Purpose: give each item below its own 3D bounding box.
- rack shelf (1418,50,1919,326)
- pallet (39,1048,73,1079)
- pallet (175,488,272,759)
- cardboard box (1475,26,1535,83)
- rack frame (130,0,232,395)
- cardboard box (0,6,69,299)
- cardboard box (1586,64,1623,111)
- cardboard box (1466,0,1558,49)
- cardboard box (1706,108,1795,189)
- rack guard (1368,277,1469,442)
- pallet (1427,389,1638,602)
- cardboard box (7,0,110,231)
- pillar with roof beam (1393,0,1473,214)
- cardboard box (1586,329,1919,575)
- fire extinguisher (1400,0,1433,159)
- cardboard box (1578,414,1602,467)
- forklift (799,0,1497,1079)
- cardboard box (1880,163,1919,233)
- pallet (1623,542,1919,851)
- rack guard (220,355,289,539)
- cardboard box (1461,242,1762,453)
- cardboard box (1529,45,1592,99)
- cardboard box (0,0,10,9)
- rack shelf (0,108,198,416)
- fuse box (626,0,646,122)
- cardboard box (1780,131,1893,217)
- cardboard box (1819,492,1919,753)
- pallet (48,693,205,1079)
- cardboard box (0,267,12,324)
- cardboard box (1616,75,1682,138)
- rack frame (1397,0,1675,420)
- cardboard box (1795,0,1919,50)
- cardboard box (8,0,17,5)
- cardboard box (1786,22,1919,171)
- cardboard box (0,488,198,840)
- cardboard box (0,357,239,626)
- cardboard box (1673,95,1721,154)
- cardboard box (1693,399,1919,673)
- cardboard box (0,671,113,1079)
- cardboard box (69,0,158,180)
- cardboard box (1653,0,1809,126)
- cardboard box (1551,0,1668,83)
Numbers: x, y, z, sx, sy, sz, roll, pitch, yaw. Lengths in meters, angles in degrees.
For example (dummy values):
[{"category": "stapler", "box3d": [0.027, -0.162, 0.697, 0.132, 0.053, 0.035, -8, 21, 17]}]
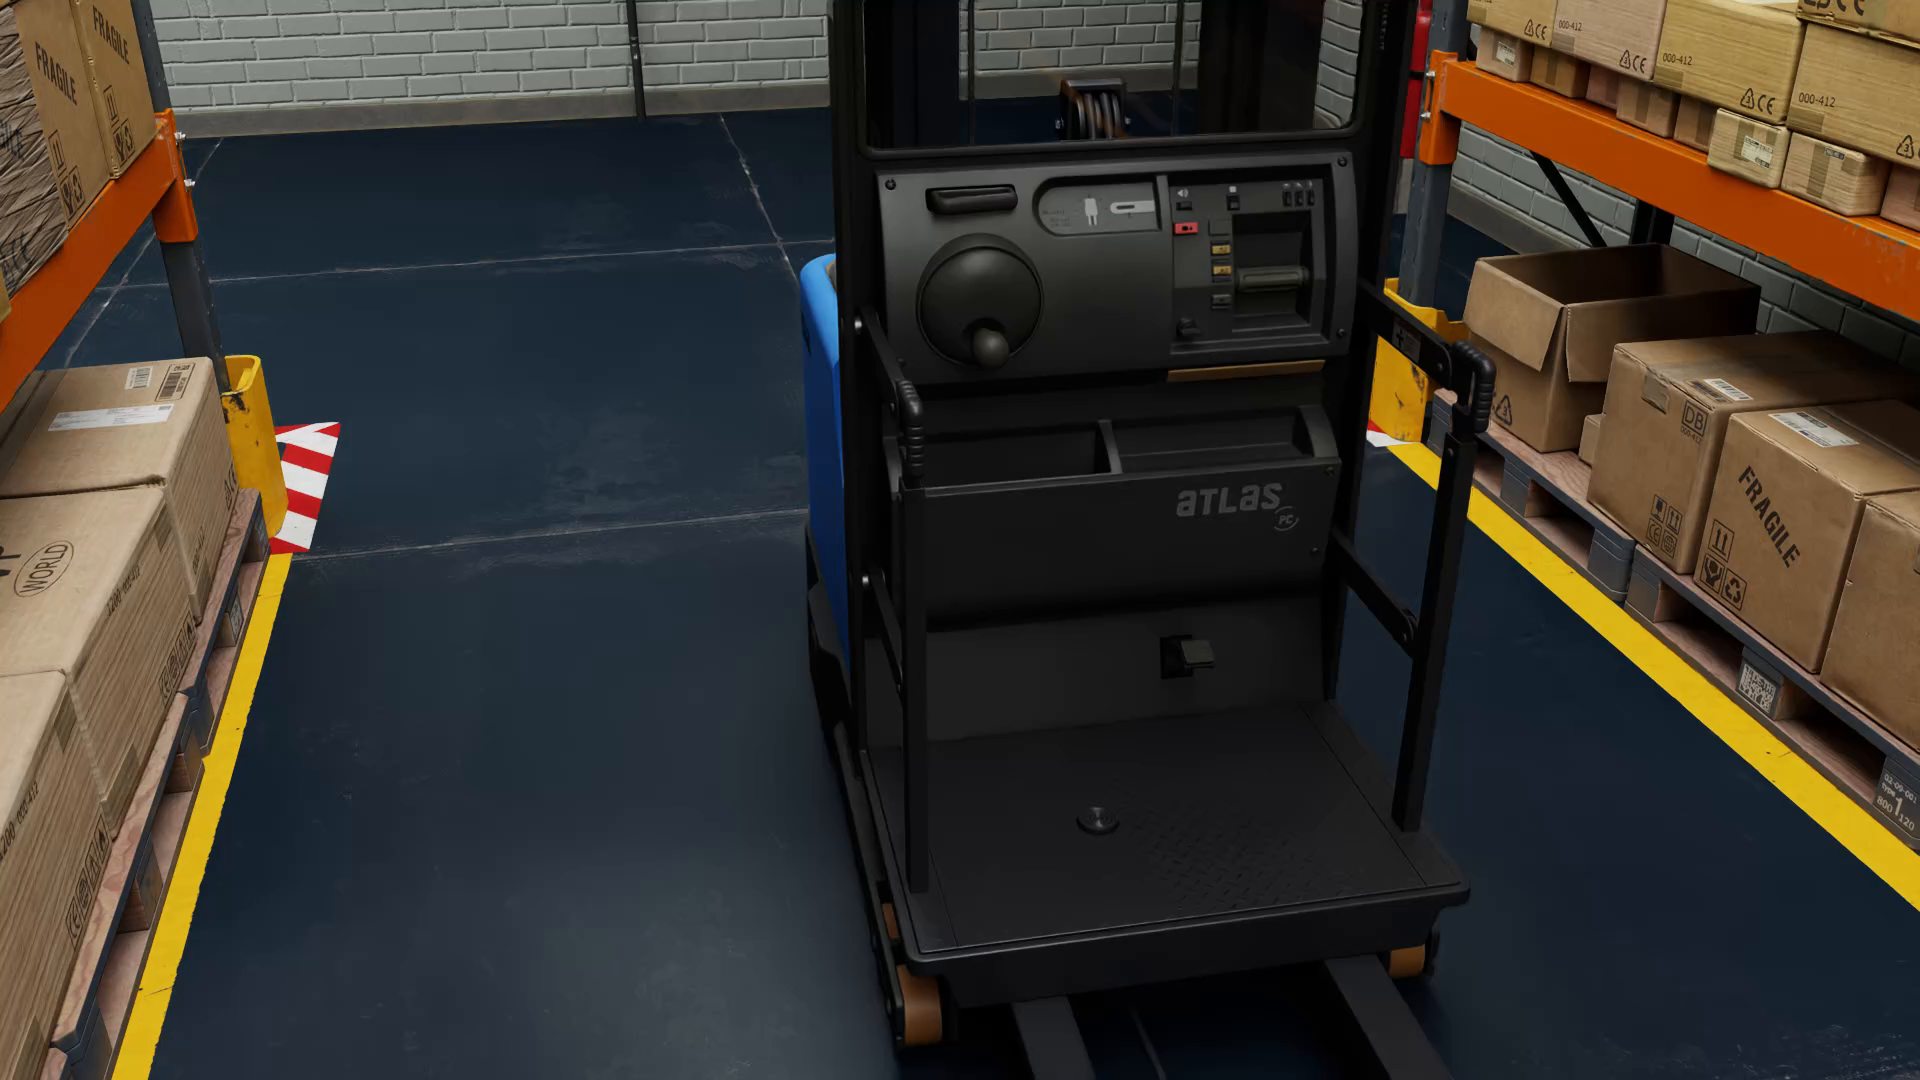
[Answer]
[{"category": "rack shelf", "box3d": [2.528, -0.651, 4.008, 1.077, 0.370, 4.000, -6, 27, -12]}, {"category": "pallet", "box3d": [-1.951, 1.315, 2.410, 1.003, 0.211, 1.213, -6, 27, -12]}, {"category": "pallet", "box3d": [-2.501, 0.244, 4.533, 1.003, 0.211, 1.213, -6, 27, -12]}, {"category": "cardboard box", "box3d": [1.884, -1.565, 5.301, 0.380, 0.149, 0.250, -6, 27, -12]}, {"category": "rack frame", "box3d": [-2.758, -1.344, 4.584, 1.000, 3.000, 0.127, -6, 27, -12]}, {"category": "cardboard box", "box3d": [-2.167, -0.757, 3.310, 0.500, 0.500, 0.500, -5, 27, -10]}, {"category": "cardboard box", "box3d": [2.080, -1.347, 4.868, 0.380, 0.149, 0.250, -6, 27, -12]}, {"category": "cardboard box", "box3d": [1.917, -1.689, 5.104, 0.500, 0.250, 0.500, -6, 27, -11]}, {"category": "cardboard box", "box3d": [2.126, -0.995, 4.171, 0.380, 0.149, 0.250, -7, 28, -13]}, {"category": "rack guard", "box3d": [2.095, -0.700, 6.083, 1.175, 0.500, 0.348, -6, 27, -12]}, {"category": "pallet", "box3d": [2.275, -0.221, 5.455, 1.003, 0.211, 1.213, -6, 27, -12]}, {"category": "cardboard box", "box3d": [-2.293, -0.982, 3.756, 0.500, 0.500, 0.500, -7, 28, -13]}, {"category": "pillar with roof beam", "box3d": [-1.846, -5.366, 5.894, 9.100, 9.000, 0.400, -6, 27, -12]}, {"category": "cardboard box", "box3d": [2.278, -0.264, 4.752, 0.700, 0.500, 0.500, -5, 27, -9]}, {"category": "fire extinguisher", "box3d": [1.594, -1.666, 5.722, 0.296, 0.674, 0.183, -6, 27, -12]}, {"category": "cardboard box", "box3d": [2.181, -0.296, 5.205, 0.380, 0.149, 0.250, -7, 28, -14]}, {"category": "forklift", "box3d": [0.352, -0.493, 2.974, 1.130, 2.935, 3.031, -5, 27, -10]}, {"category": "cardboard box", "box3d": [2.331, -0.775, 3.736, 0.380, 0.149, 0.250, -6, 27, -12]}, {"category": "pallet", "box3d": [2.547, 0.313, 4.396, 1.003, 0.211, 1.213, -6, 27, -12]}, {"category": "rack guard", "box3d": [-2.763, -0.239, 5.168, 1.175, 0.500, 0.348, -6, 27, -12]}, {"category": "cardboard box", "box3d": [2.123, -0.645, 5.503, 0.797, 0.503, 0.637, -7, 28, -14]}, {"category": "cardboard box", "box3d": [1.987, -1.458, 5.089, 0.380, 0.149, 0.250, -5, 27, -10]}, {"category": "cardboard box", "box3d": [-2.162, -1.204, 3.085, 0.500, 0.500, 0.500, -6, 27, -12]}, {"category": "rack shelf", "box3d": [-2.307, -0.145, 3.007, 1.077, 0.370, 4.000, -6, 27, -12]}, {"category": "fuse box", "box3d": [-1.972, -3.391, 10.070, 0.539, 1.711, 0.414, -6, 27, -12]}, {"category": "cardboard box", "box3d": [2.205, -0.881, 3.946, 0.380, 0.149, 0.250, -5, 27, -10]}, {"category": "cardboard box", "box3d": [2.512, 0.192, 3.849, 0.700, 0.500, 0.500, -7, 28, -14]}, {"category": "pallet", "box3d": [-2.230, 0.778, 3.474, 1.003, 0.211, 1.213, -6, 27, -12]}, {"category": "cardboard box", "box3d": [-2.038, -0.532, 2.864, 0.500, 0.500, 0.500, -5, 27, -10]}, {"category": "cardboard box", "box3d": [2.077, -1.229, 4.636, 0.380, 0.149, 0.250, -5, 27, -10]}, {"category": "rack frame", "box3d": [2.077, -1.850, 5.586, 1.000, 3.000, 0.127, -6, 27, -12]}, {"category": "cardboard box", "box3d": [2.256, -1.365, 3.630, 0.500, 0.500, 0.500, -5, 27, -10]}, {"category": "cardboard box", "box3d": [-2.271, -1.421, 3.516, 0.500, 0.500, 0.500, -6, 27, -11]}, {"category": "cardboard box", "box3d": [2.285, -1.023, 3.785, 0.500, 0.250, 0.500, -7, 28, -13]}, {"category": "cardboard box", "box3d": [-2.297, 0.293, 3.718, 0.875, 0.438, 0.875, -5, 27, -10]}, {"category": "cardboard box", "box3d": [-2.511, -0.108, 4.513, 0.875, 0.438, 0.875, -7, 28, -13]}, {"category": "cardboard box", "box3d": [2.142, -1.113, 4.406, 0.380, 0.149, 0.250, -6, 27, -11]}, {"category": "cardboard box", "box3d": [2.299, -0.022, 4.272, 0.500, 0.500, 0.500, -5, 27, -11]}, {"category": "cardboard box", "box3d": [-2.095, 0.689, 2.934, 0.875, 0.438, 0.875, -7, 28, -13]}, {"category": "cardboard box", "box3d": [-2.391, -1.204, 4.195, 0.500, 0.500, 0.500, -6, 27, -11]}, {"category": "cardboard box", "box3d": [2.149, -1.246, 4.225, 0.500, 0.250, 0.500, -6, 27, -13]}, {"category": "cardboard box", "box3d": [2.031, -1.468, 4.665, 0.500, 0.250, 0.500, -6, 27, -11]}]
